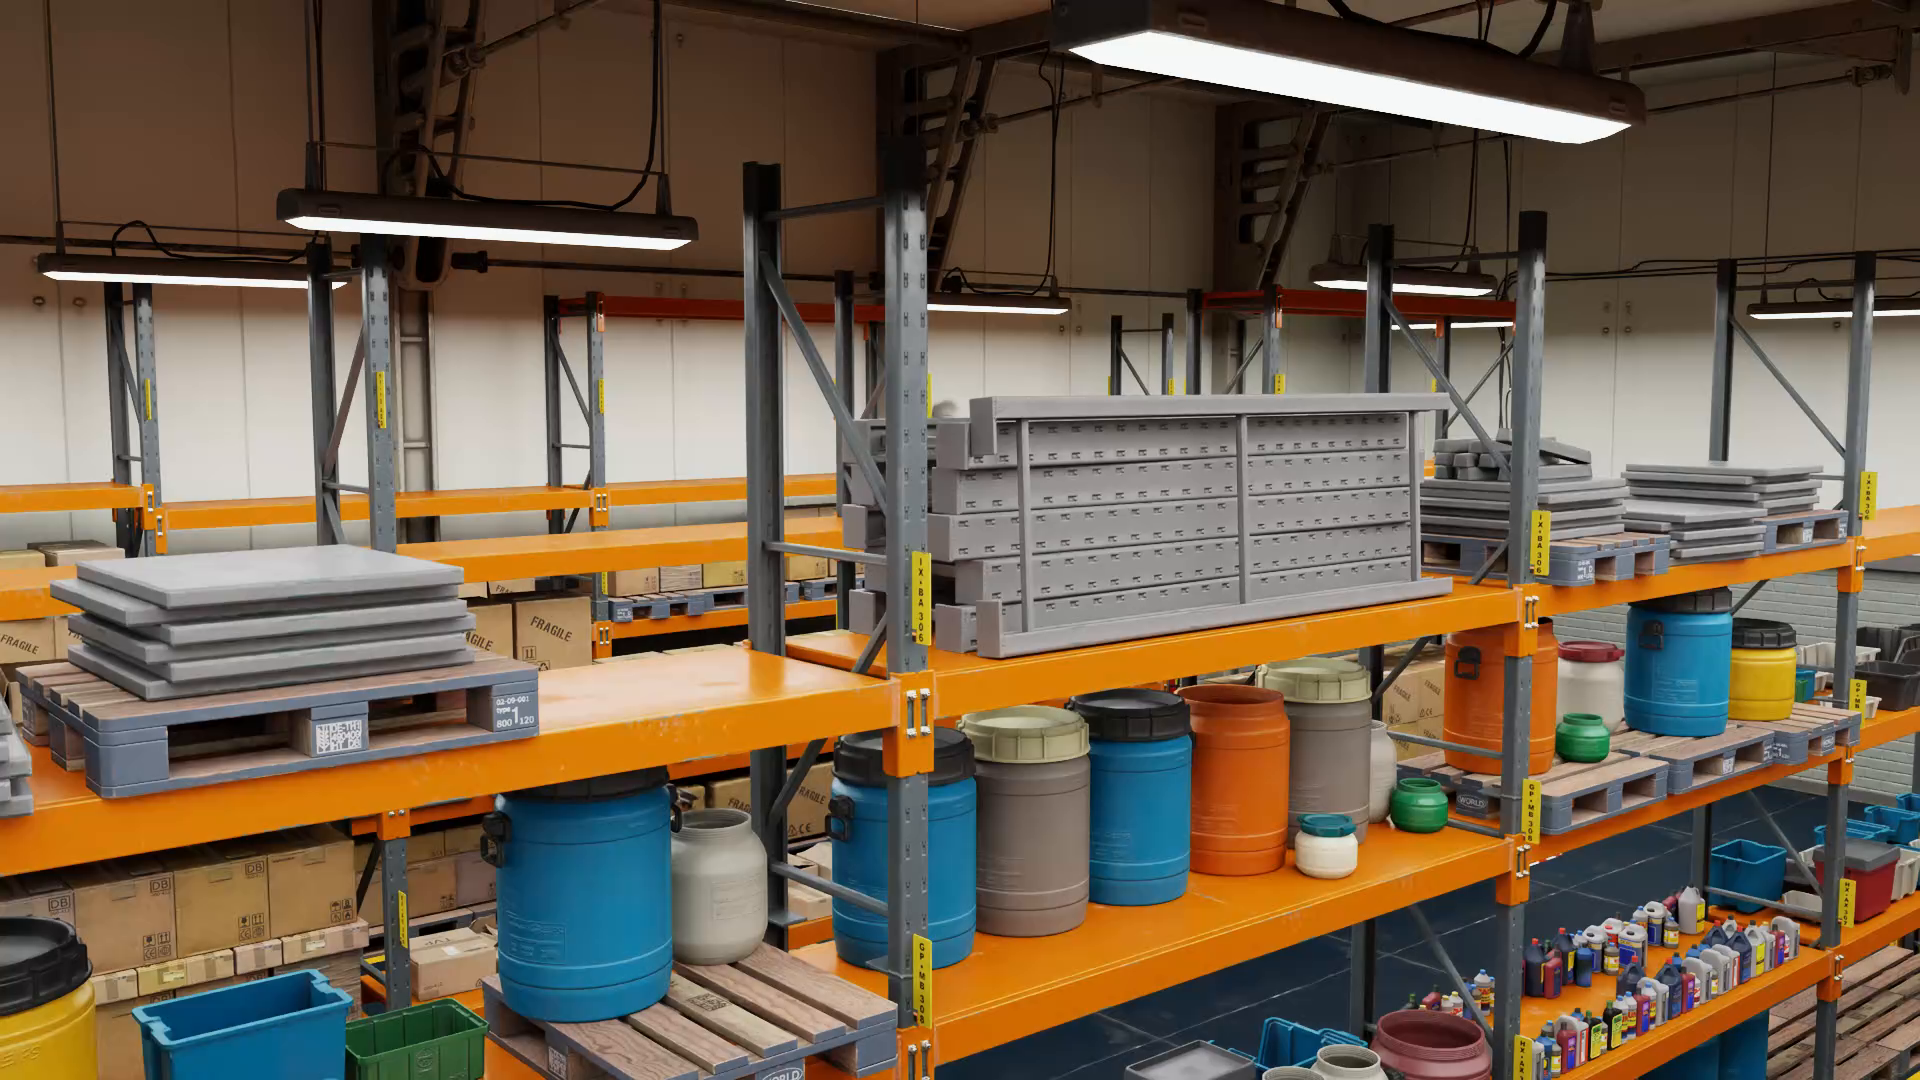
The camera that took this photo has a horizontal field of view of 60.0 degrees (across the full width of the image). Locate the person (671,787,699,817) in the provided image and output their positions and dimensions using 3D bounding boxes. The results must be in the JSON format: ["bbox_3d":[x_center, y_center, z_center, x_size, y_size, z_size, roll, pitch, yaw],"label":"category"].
[{"bbox_3d":[-2.455,2.945,14.368,0.560,1.655,0.624,4,7,39],"label":"person"}]
